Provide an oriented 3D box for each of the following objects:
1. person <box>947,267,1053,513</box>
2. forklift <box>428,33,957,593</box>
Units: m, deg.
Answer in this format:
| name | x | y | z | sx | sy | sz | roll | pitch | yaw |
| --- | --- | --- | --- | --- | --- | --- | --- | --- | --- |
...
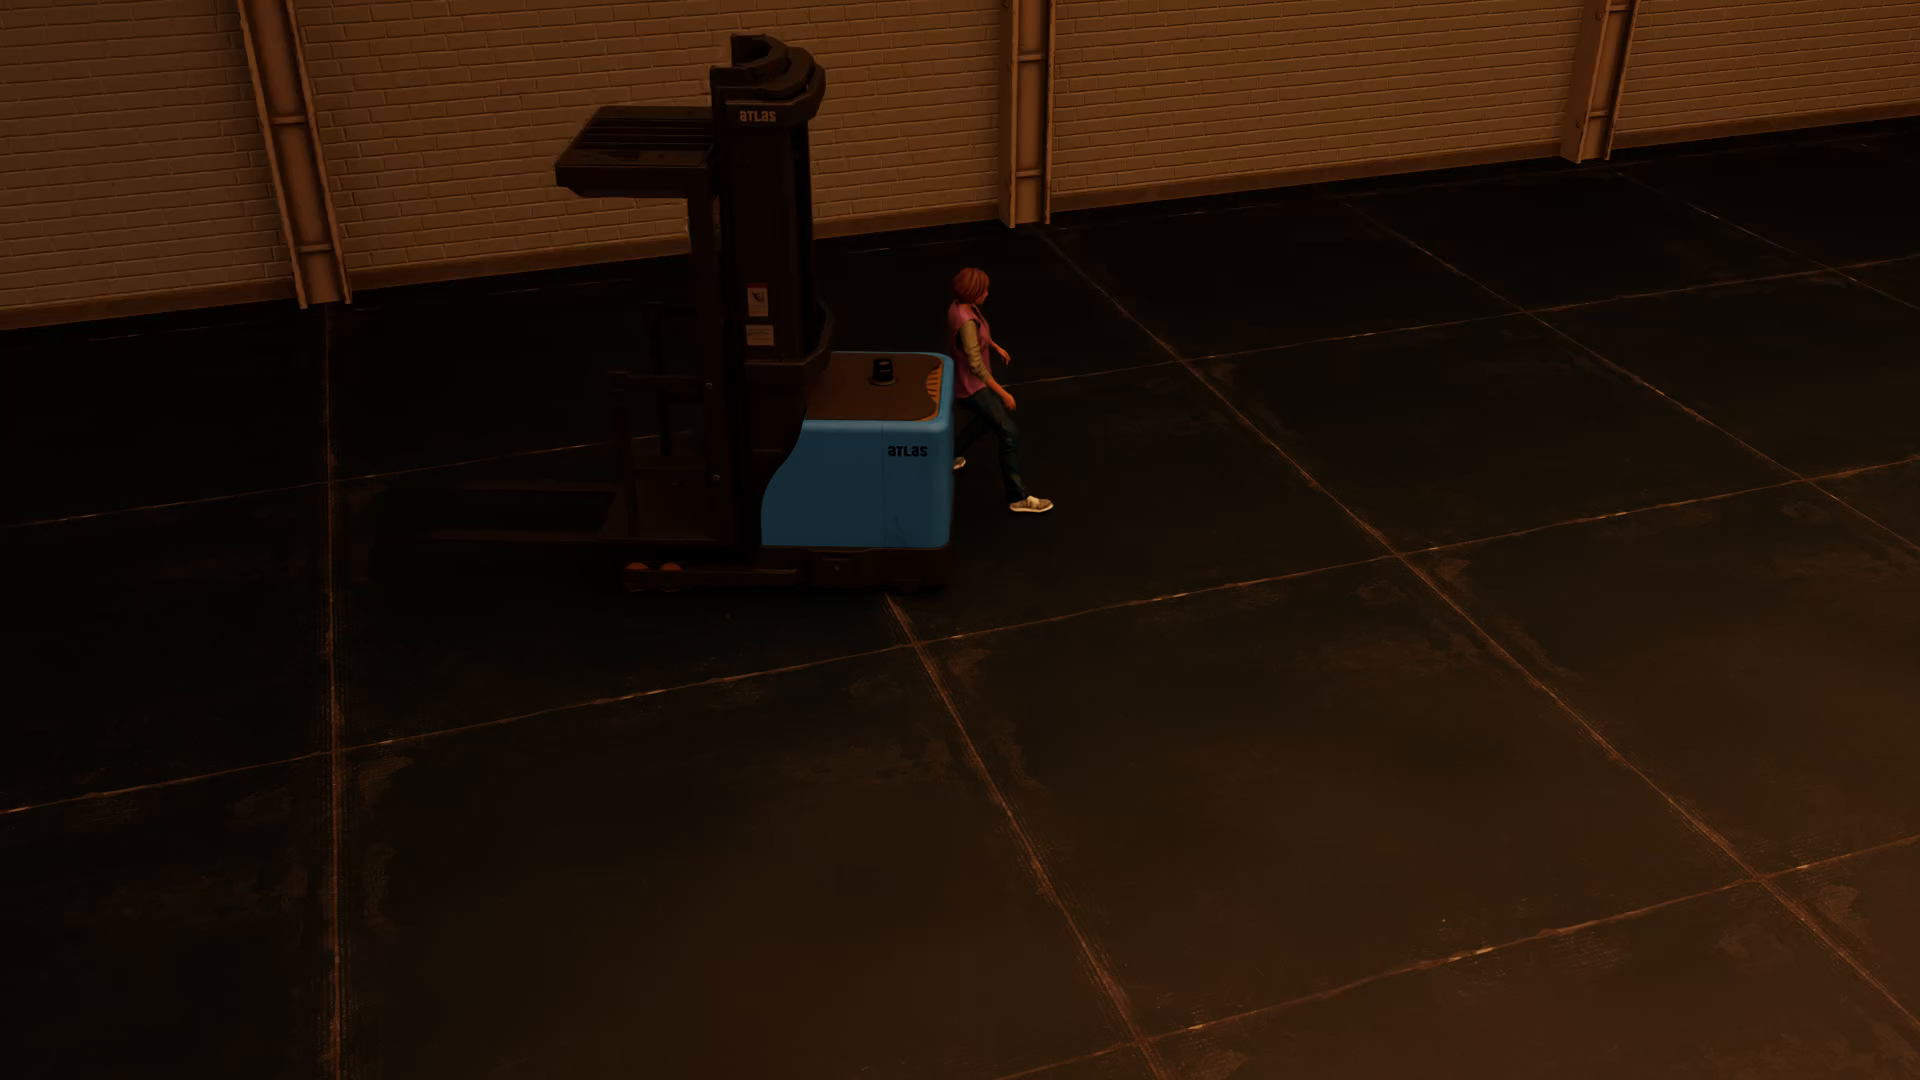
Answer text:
| name | x | y | z | sx | sy | sz | roll | pitch | yaw |
| --- | --- | --- | --- | --- | --- | --- | --- | --- | --- |
| person | 0.206 | -0.982 | 10.252 | 0.742 | 1.460 | 0.743 | 0 | 30 | 0 |
| forklift | -1.548 | -1.232 | 9.228 | 3.031 | 2.935 | 1.130 | 1 | 30 | 2 |
